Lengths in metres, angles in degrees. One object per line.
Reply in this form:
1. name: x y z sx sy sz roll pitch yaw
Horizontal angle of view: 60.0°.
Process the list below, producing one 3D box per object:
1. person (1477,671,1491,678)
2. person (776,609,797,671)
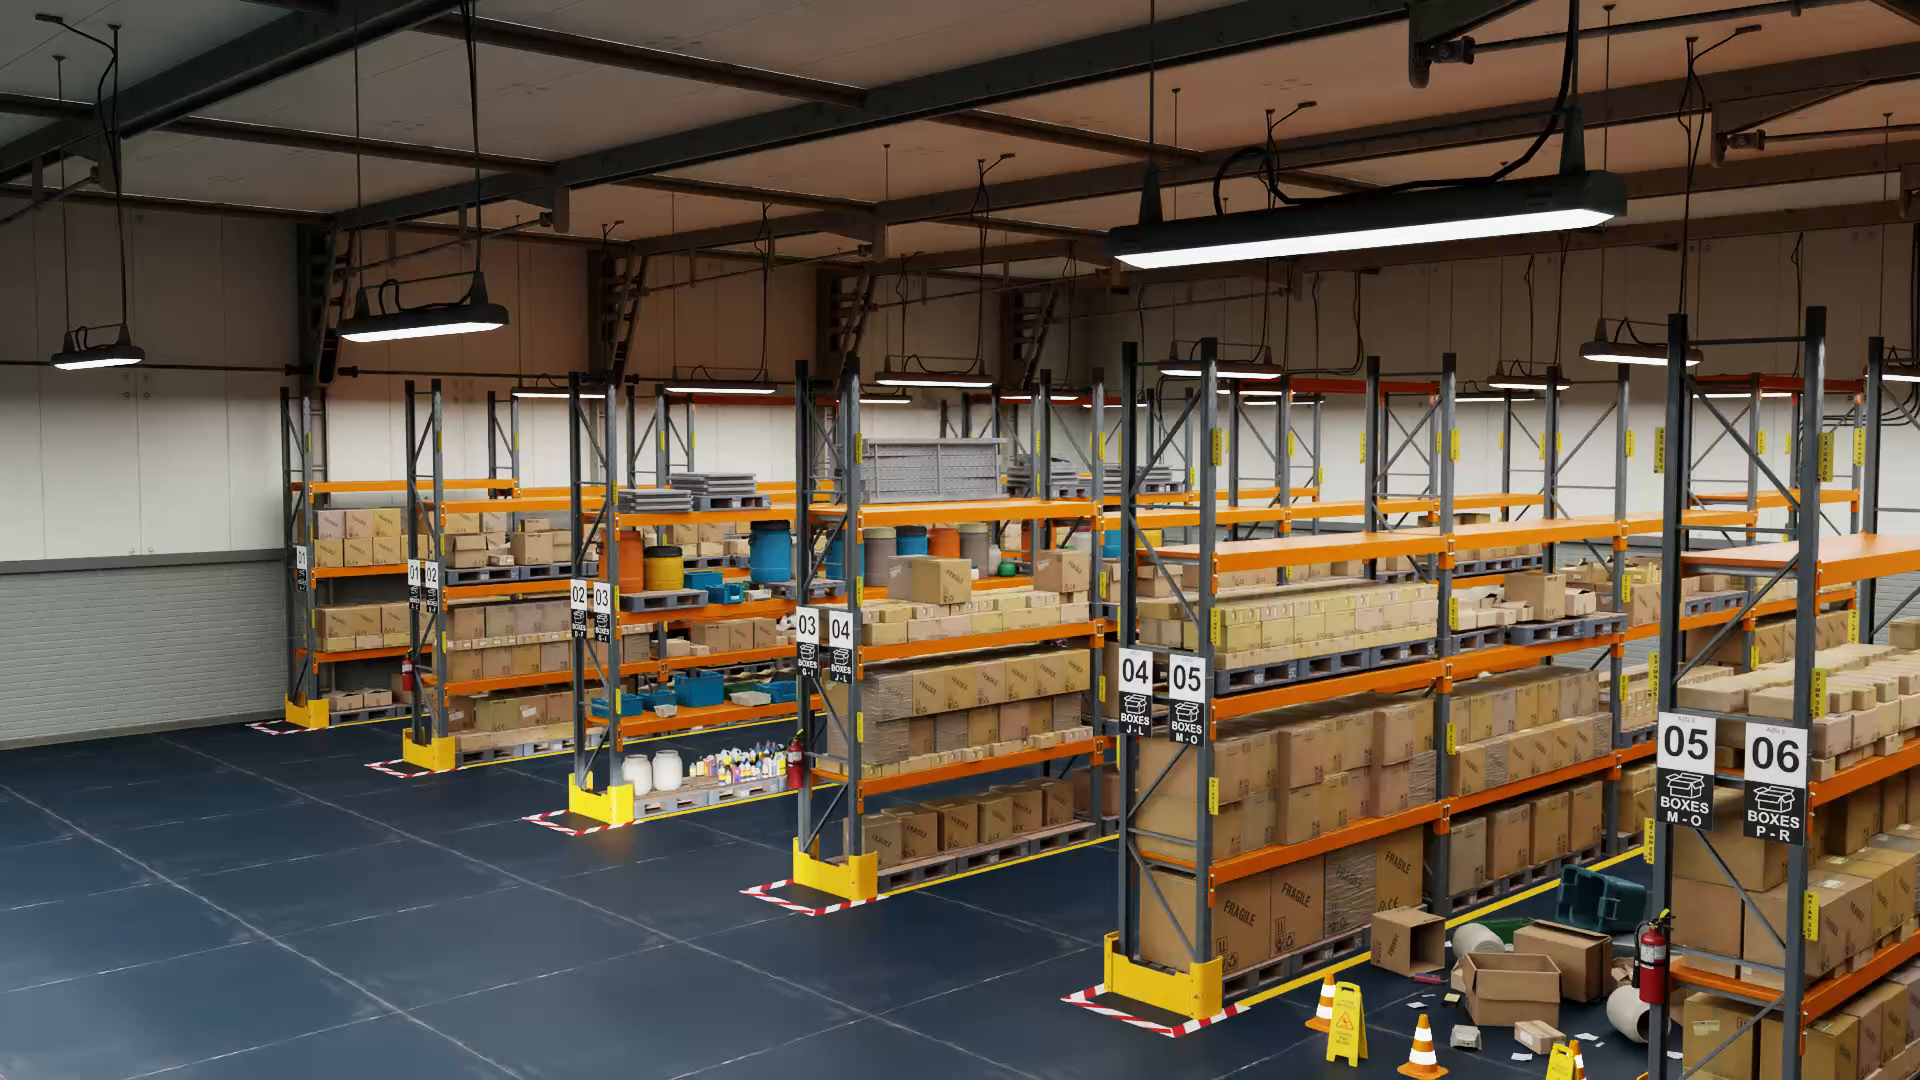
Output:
1. person: 7.381 2.771 23.471 0.654 1.835 0.735 3 5 38
2. person: -3.474 2.161 34.086 0.593 1.724 0.796 2 4 34
